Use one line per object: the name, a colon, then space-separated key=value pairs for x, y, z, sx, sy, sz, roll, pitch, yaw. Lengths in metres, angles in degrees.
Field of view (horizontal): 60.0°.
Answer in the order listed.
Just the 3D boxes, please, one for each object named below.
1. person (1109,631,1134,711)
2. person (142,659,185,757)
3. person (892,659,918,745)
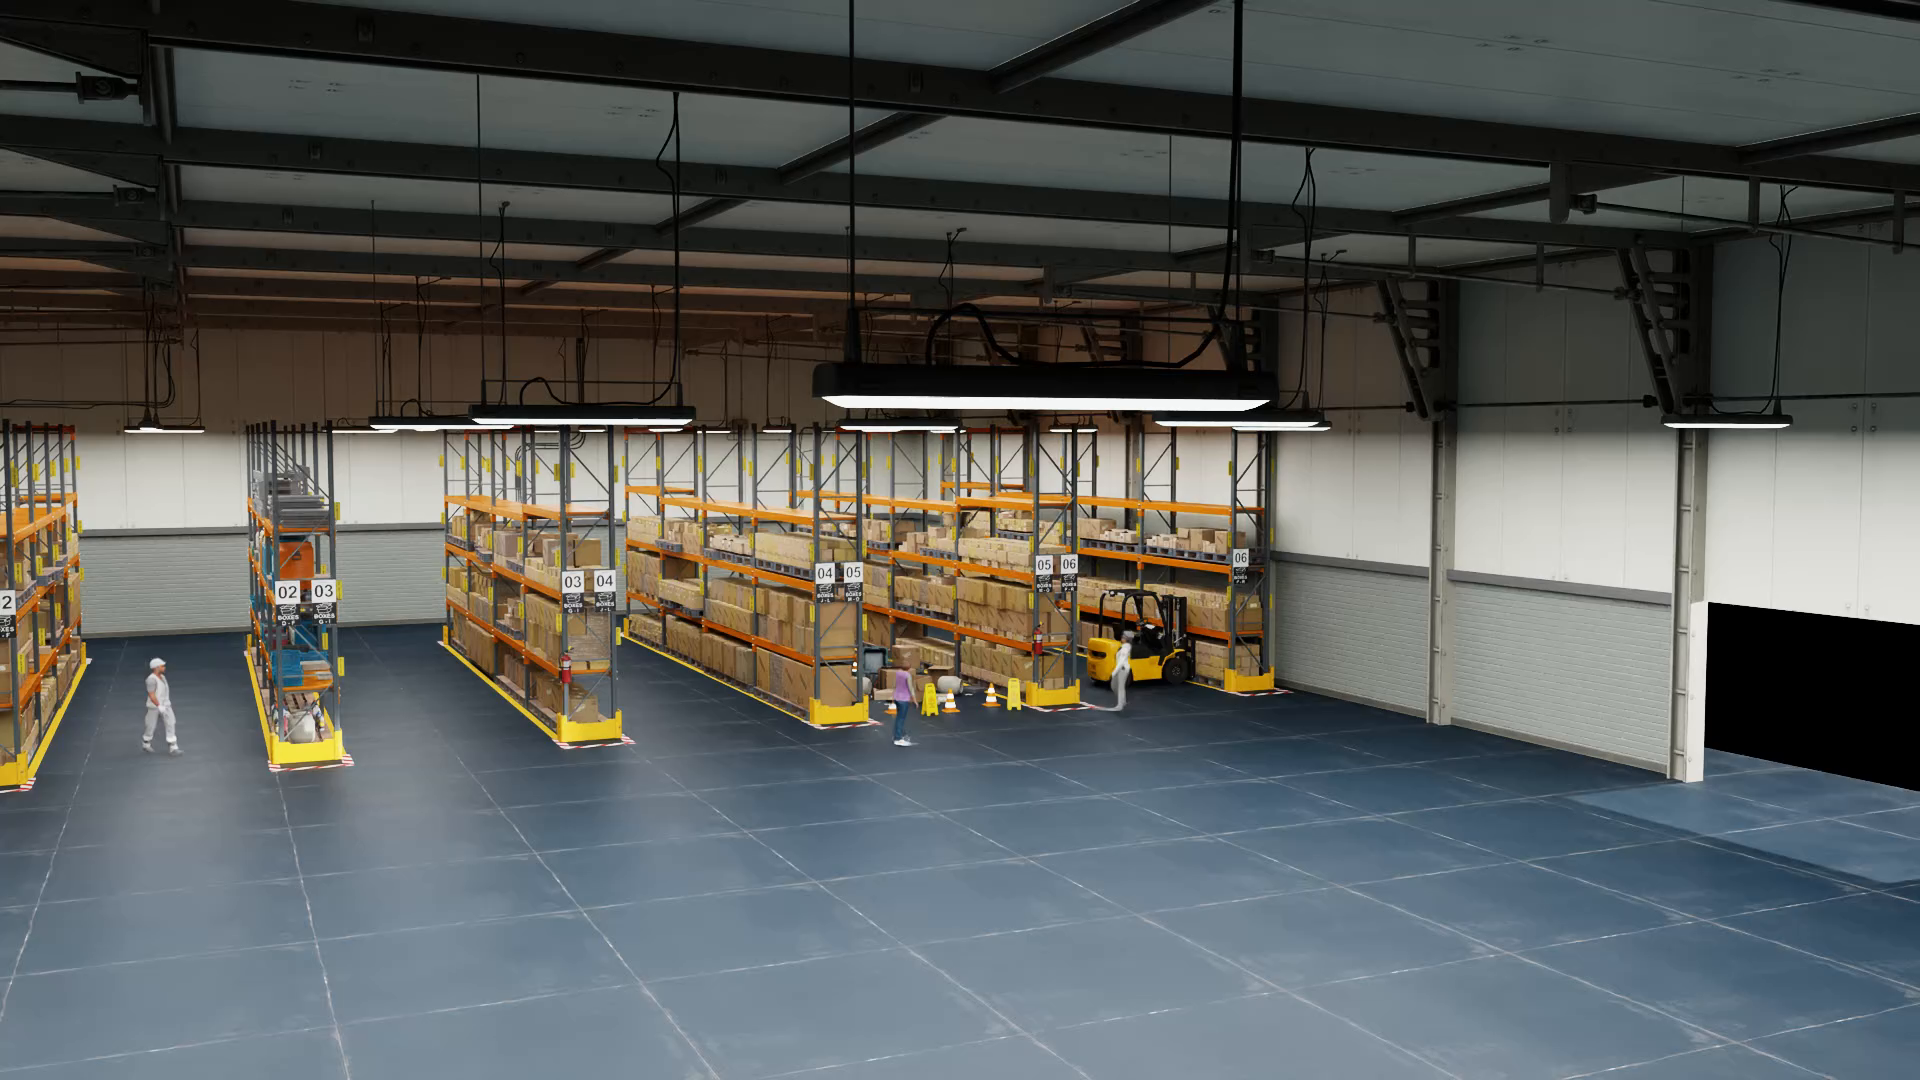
person: x=3.358 y=2.730 z=34.621 sx=0.508 sy=1.706 sz=0.522 roll=0 pitch=4 yaw=-5
person: x=-14.295 y=2.987 z=29.676 sx=1.067 sy=1.741 sz=0.473 roll=3 pitch=5 yaw=39
person: x=-1.045 y=2.993 z=30.937 sx=0.590 sy=1.595 sz=0.558 roll=-2 pitch=4 yaw=-33
